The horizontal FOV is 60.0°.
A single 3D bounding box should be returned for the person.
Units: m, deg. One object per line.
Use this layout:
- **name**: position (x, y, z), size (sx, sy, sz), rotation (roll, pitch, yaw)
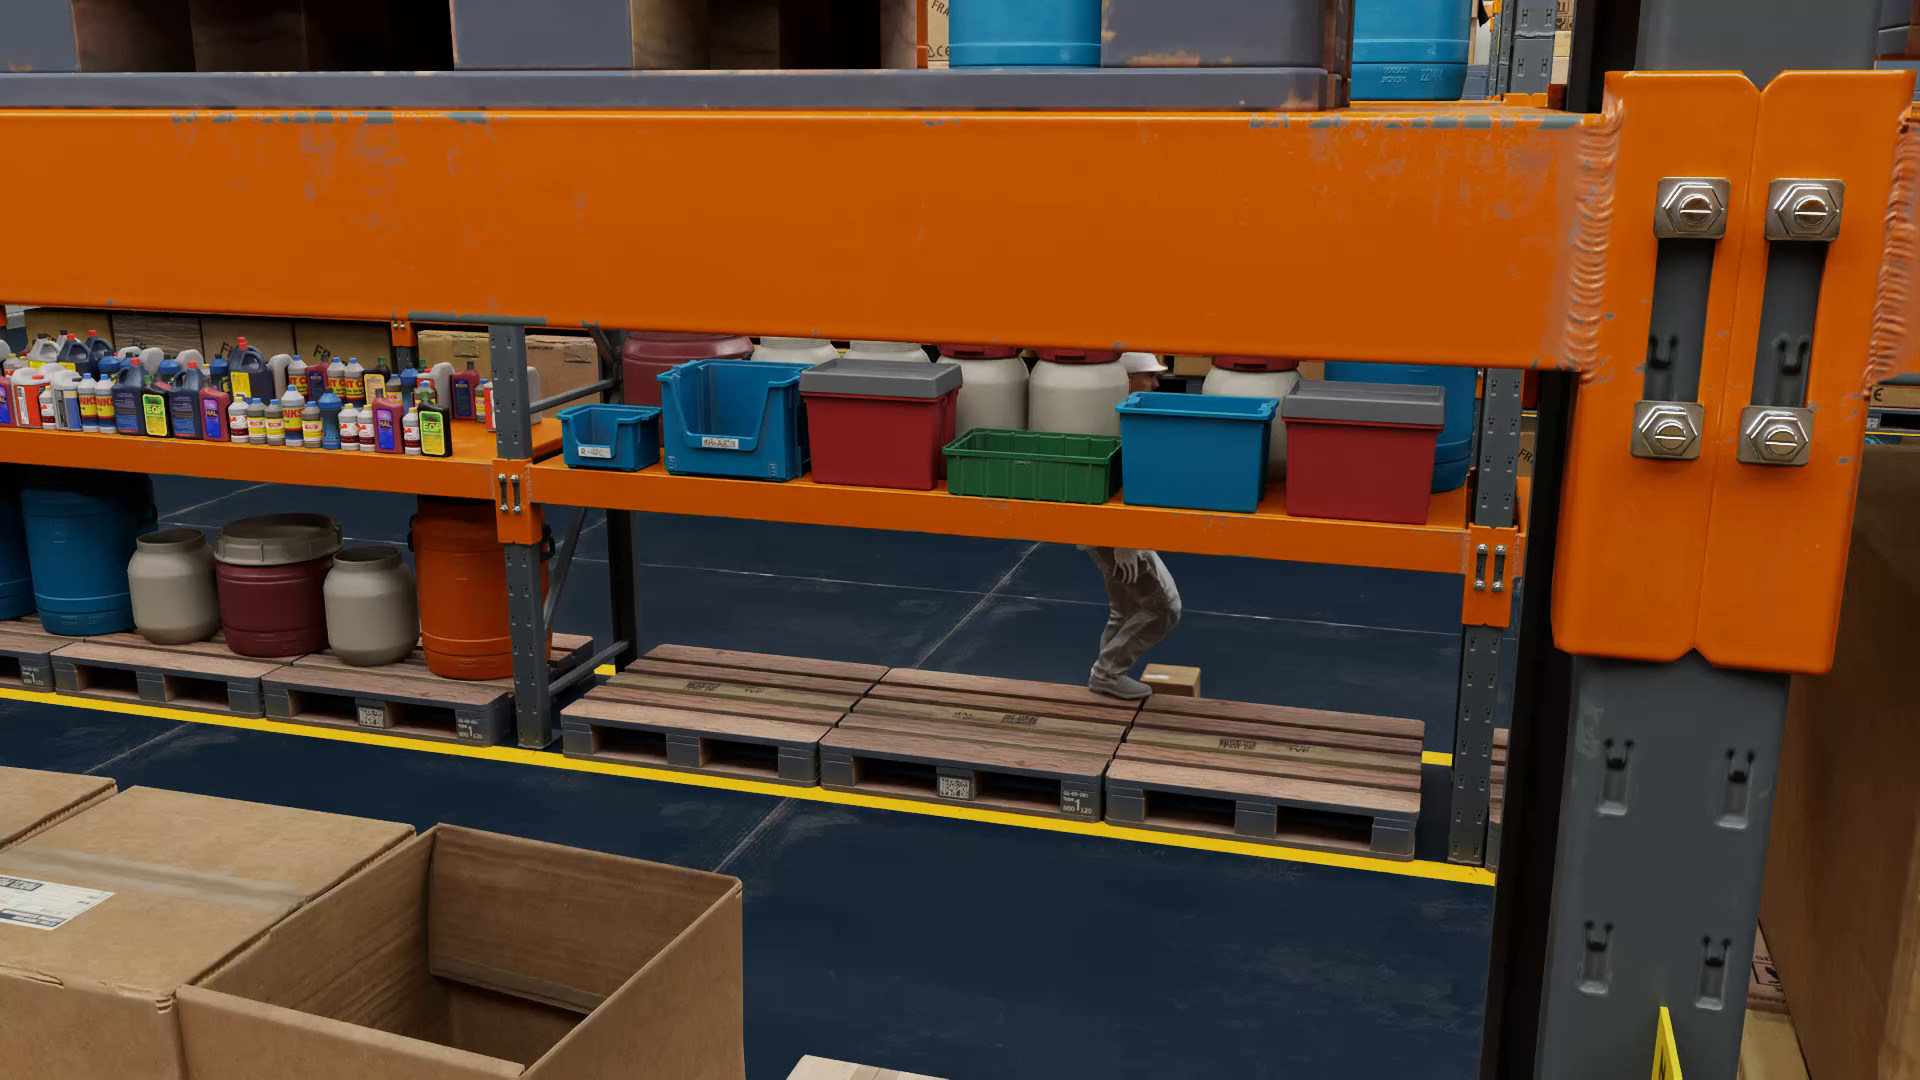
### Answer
- **person**: position (0.774, -0.011, 7.521), size (0.524, 1.782, 0.606), rotation (4, 15, 14)
